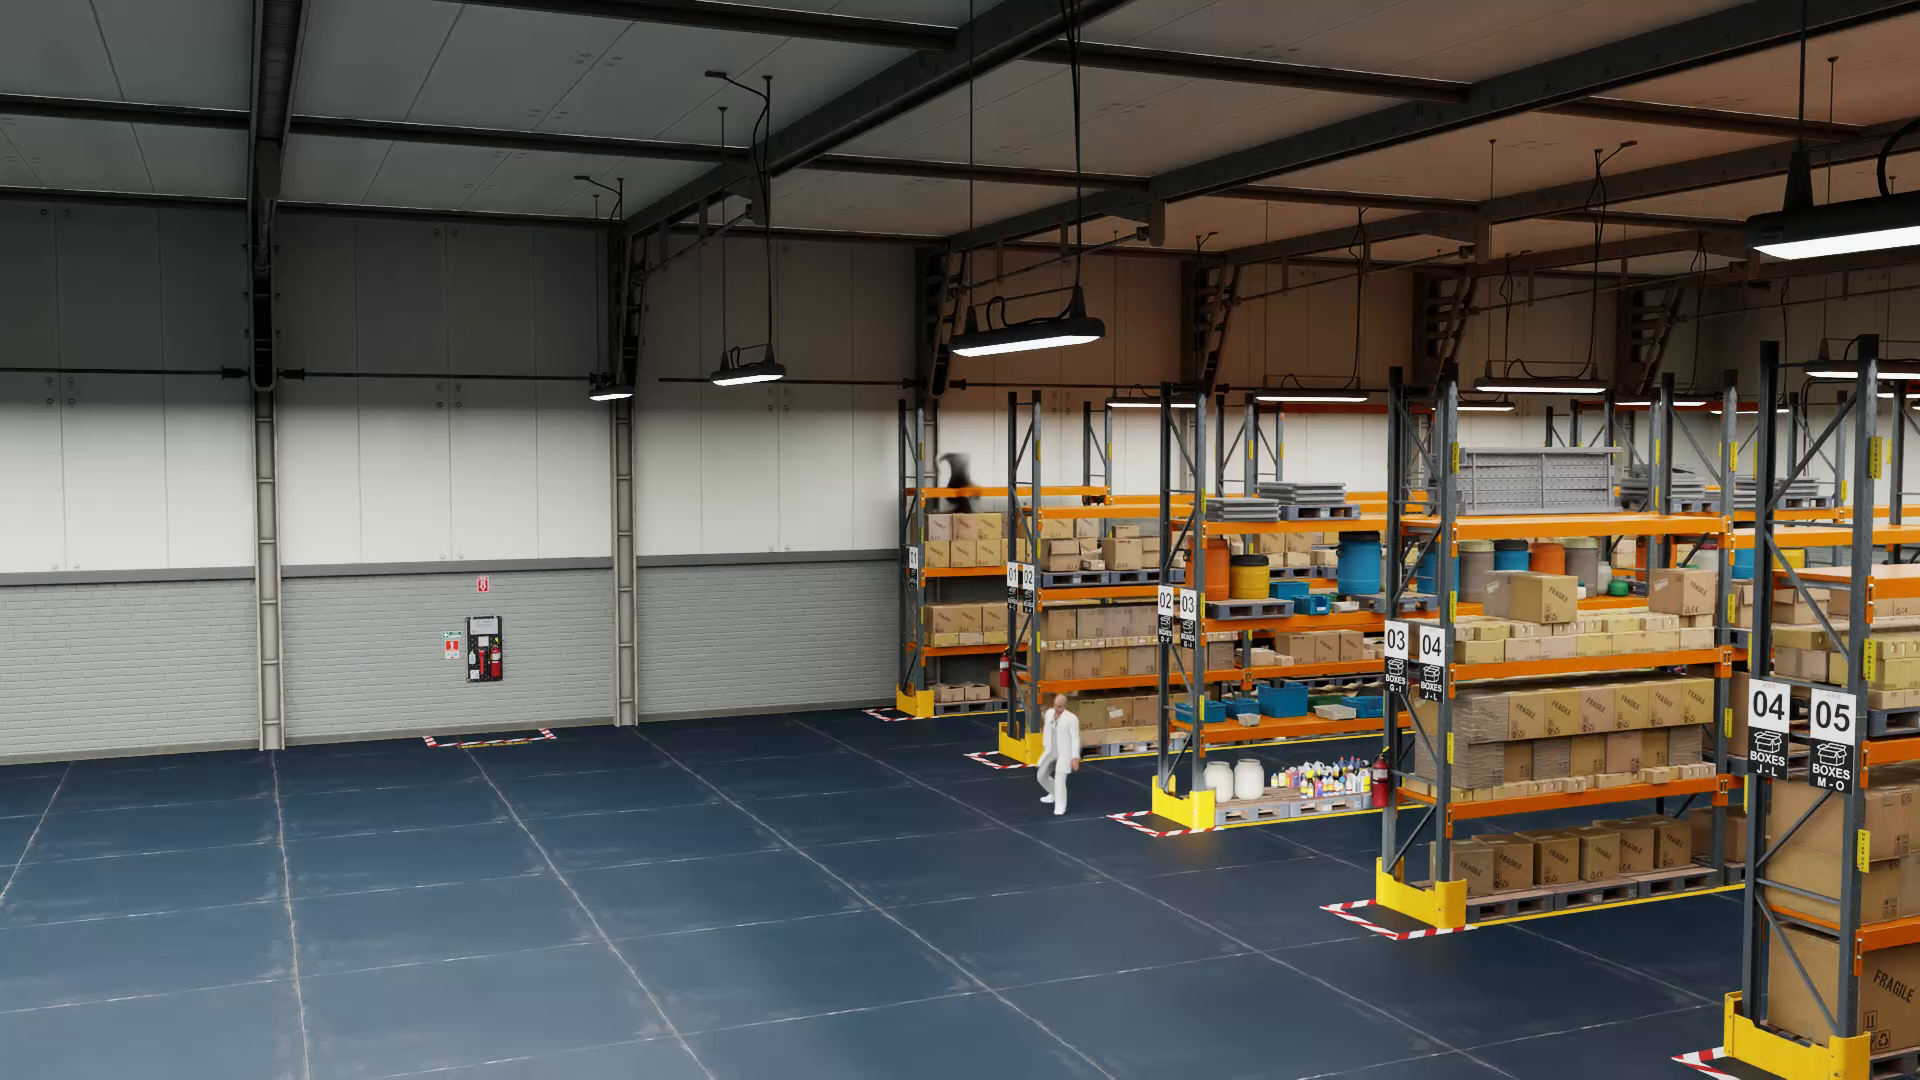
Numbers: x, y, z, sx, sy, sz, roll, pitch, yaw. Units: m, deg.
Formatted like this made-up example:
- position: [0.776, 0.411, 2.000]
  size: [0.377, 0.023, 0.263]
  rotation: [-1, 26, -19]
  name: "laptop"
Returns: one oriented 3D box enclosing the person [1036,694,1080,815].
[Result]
- position: [1.404, 2.951, 23.085]
  size: [0.847, 1.701, 0.650]
  rotation: [3, 4, 37]
  name: "person"
